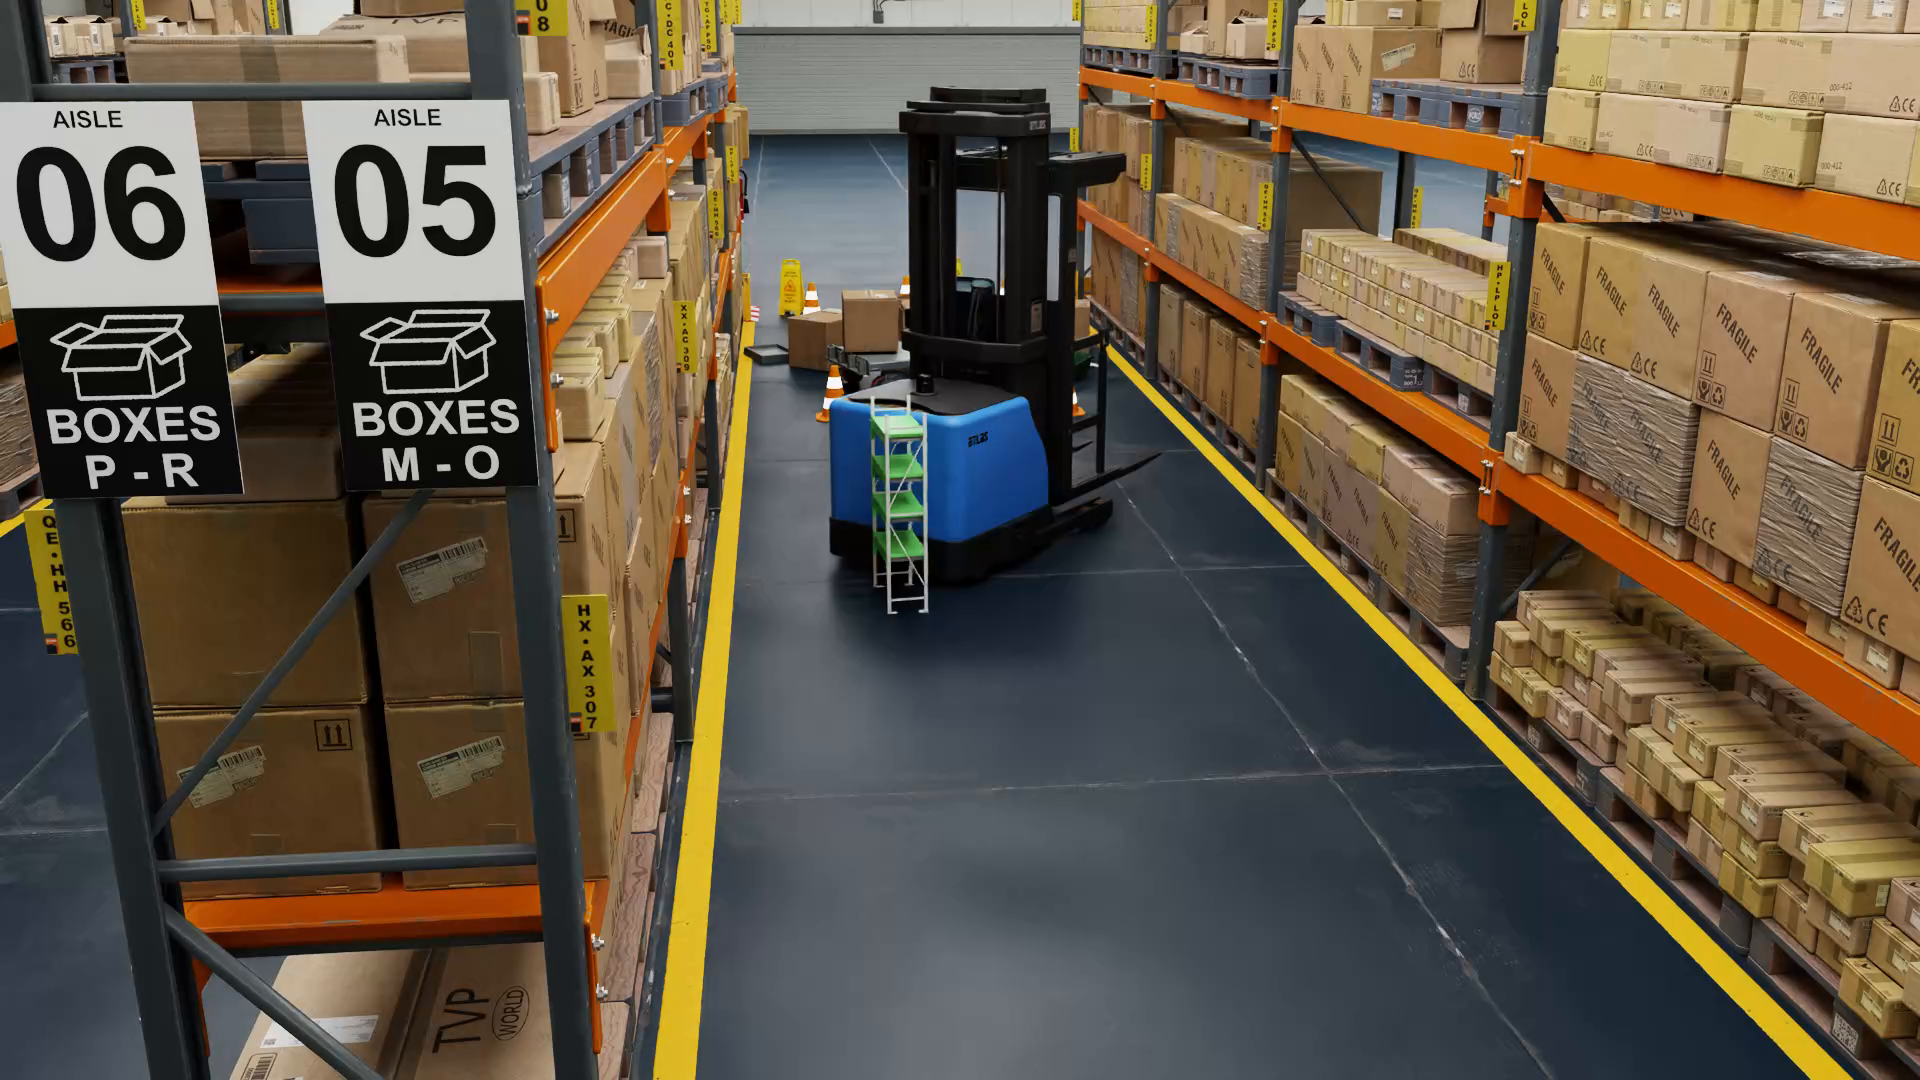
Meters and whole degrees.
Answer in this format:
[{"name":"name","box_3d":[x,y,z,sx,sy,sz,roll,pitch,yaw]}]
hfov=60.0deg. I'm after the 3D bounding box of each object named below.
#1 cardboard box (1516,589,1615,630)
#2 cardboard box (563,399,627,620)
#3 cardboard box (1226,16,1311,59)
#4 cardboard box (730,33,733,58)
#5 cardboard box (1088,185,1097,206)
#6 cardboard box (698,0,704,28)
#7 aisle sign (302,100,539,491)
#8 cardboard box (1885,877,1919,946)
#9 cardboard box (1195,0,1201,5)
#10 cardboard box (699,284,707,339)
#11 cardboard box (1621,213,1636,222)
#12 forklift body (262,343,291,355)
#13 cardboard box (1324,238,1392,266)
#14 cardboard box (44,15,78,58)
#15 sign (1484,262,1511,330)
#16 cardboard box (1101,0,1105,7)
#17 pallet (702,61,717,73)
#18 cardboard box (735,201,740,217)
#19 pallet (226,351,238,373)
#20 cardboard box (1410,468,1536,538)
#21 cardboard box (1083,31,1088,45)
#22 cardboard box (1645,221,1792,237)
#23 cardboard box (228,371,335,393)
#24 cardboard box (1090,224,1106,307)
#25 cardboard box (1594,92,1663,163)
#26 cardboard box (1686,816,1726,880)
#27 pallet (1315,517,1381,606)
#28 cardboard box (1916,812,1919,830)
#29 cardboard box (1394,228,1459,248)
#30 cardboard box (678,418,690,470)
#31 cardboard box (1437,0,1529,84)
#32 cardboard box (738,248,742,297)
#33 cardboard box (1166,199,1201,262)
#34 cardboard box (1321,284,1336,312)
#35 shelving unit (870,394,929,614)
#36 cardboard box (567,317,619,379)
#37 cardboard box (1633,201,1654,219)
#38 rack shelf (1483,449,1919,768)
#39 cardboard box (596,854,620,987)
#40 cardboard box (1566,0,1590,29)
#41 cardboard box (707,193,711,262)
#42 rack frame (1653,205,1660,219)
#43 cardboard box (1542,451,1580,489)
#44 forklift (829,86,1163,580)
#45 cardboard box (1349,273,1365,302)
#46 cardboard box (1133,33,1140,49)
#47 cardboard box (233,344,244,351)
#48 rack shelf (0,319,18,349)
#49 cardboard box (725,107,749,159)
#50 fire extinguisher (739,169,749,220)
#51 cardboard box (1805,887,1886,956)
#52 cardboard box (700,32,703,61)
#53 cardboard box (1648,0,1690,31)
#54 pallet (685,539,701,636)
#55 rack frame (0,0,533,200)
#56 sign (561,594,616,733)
[{"name":"cardboard box","box_3d":[2.950,0.354,8.107,0.380,0.149,0.250,-1,17,-3]},{"name":"cardboard box","box_3d":[-1.207,-0.087,4.609,0.500,0.500,0.500,-2,18,-7]},{"name":"cardboard box","box_3d":[2.302,-3.762,12.424,0.500,0.311,0.500,-2,18,-6]},{"name":"cardboard box","box_3d":[-2.601,-5.076,17.085,0.500,0.250,0.500,-1,17,-4]},{"name":"cardboard box","box_3d":[1.966,-4.169,19.197,0.875,0.550,0.550,-2,18,-6]},{"name":"cardboard box","box_3d":[-2.016,-3.213,10.522,0.797,0.503,0.637,-3,18,-9]},{"name":"aisle sign","box_3d":[-1.084,-0.484,3.371,0.394,0.787,0.004,-2,18,-6]},{"name":"cardboard box","box_3d":[3.258,1.210,5.380,0.380,0.149,0.250,-1,17,-5]},{"name":"cardboard box","box_3d":[2.516,-5.300,16.265,0.380,0.149,0.250,-2,18,-7]},{"name":"cardboard box","box_3d":[-1.773,-1.366,9.935,0.500,0.250,0.500,-2,18,-7]},{"name":"cardboard box","box_3d":[6.942,-3.224,16.858,0.380,0.149,0.250,-2,18,-6]},{"name":"forklift body","box_3d":[-5.957,-2.955,17.000,2.313,2.155,1.214,-2,18,-6]},{"name":"cardboard box","box_3d":[2.614,-1.890,10.916,0.380,0.149,0.250,-2,18,-6]},{"name":"cardboard box","box_3d":[-7.158,-3.877,12.791,0.500,0.311,0.500,-2,18,-8]},{"name":"sign","box_3d":[2.569,-1.165,7.948,0.100,0.325,0.005,-2,18,-6]},{"name":"cardboard box","box_3d":[1.705,-5.734,17.646,0.380,0.149,0.250,-2,18,-7]},{"name":"pallet","box_3d":[-2.550,-3.677,13.187,1.213,0.211,1.003,-2,18,-6]},{"name":"cardboard box","box_3d":[-2.581,-3.574,17.972,0.380,0.149,0.250,-1,17,-5]},{"name":"pallet","box_3d":[-7.595,-1.585,15.873,1.003,0.211,1.213,-2,18,-6]},{"name":"cardboard box","box_3d":[2.792,-0.211,9.061,0.500,0.250,0.500,-2,18,-7]},{"name":"cardboard box","box_3d":[1.599,-5.654,18.721,0.380,0.149,0.250,-2,18,-5]},{"name":"cardboard box","box_3d":[3.438,-1.166,7.551,0.500,0.500,0.500,-2,18,-8]},{"name":"cardboard box","box_3d":[-1.777,-0.341,4.335,0.380,0.149,0.250,-2,18,-6]},{"name":"cardboard box","box_3d":[2.018,-3.193,19.186,0.875,0.875,0.875,-2,18,-5]},{"name":"cardboard box","box_3d":[2.967,-1.696,6.813,0.500,0.250,0.500,-2,18,-6]},{"name":"cardboard box","box_3d":[3.067,1.186,6.450,0.380,0.149,0.250,-1,17,-5]},{"name":"pallet","box_3d":[2.910,0.103,10.496,1.003,0.211,1.213,-2,18,-6]},{"name":"cardboard box","box_3d":[3.662,1.041,5.918,0.380,0.149,0.250,-3,18,-8]},{"name":"cardboard box","box_3d":[3.215,-2.055,11.441,0.380,0.149,0.250,-2,18,-8]},{"name":"cardboard box","box_3d":[-1.576,-0.516,8.063,0.500,0.250,0.500,-2,18,-7]},{"name":"cardboard box","box_3d":[3.092,-2.776,9.131,0.797,0.503,0.637,-2,18,-6]},{"name":"cardboard box","box_3d":[-2.631,-2.884,17.992,0.500,0.500,0.500,-1,17,-4]},{"name":"cardboard box","box_3d":[2.135,-2.747,14.752,0.500,0.500,0.500,-2,18,-5]},{"name":"cardboard box","box_3d":[2.609,-1.604,10.995,0.380,0.149,0.250,-1,17,-3]},{"name":"shelving unit","box_3d":[-0.362,-0.217,9.867,0.258,1.200,0.503,-4,18,-12]},{"name":"cardboard box","box_3d":[-1.261,-0.592,5.135,0.380,0.149,0.250,-2,18,-5]},{"name":"cardboard box","box_3d":[7.254,-3.463,16.537,0.875,0.500,0.500,-2,18,-6]},{"name":"rack shelf","box_3d":[3.327,0.308,6.389,1.077,0.370,4.000,-2,18,-6]},{"name":"cardboard box","box_3d":[-1.650,1.300,5.606,0.875,0.438,0.875,-1,17,-4]},{"name":"cardboard box","box_3d":[2.910,-2.325,7.318,0.380,0.149,0.250,-2,18,-7]},{"name":"cardboard box","box_3d":[-2.021,-2.171,11.720,0.500,0.500,0.500,-2,18,-7]},{"name":"rack frame","box_3d":[7.239,-3.138,16.164,1.000,3.000,0.127,-2,18,-6]},{"name":"cardboard box","box_3d":[2.925,-0.342,7.678,0.380,0.149,0.250,-1,17,-4]},{"name":"forklift","box_3d":[0.408,-1.536,11.177,1.130,2.935,3.031,11,21,32]},{"name":"cardboard box","box_3d":[2.670,-1.586,10.441,0.380,0.149,0.250,-2,18,-6]},{"name":"cardboard box","box_3d":[1.885,-4.825,16.080,0.380,0.149,0.250,-2,17,-5]},{"name":"cardboard box","box_3d":[-7.411,-2.023,16.504,0.500,0.250,0.500,-1,17,-5]},{"name":"rack shelf","box_3d":[-7.348,-1.738,12.906,1.077,0.370,4.000,-2,18,-6]},{"name":"cardboard box","box_3d":[-2.561,-4.245,17.357,0.700,0.500,0.500,-2,18,-6]},{"name":"fire extinguisher","box_3d":[-2.584,-4.035,19.150,0.296,0.674,0.183,-2,18,-6]},{"name":"cardboard box","box_3d":[3.139,1.275,5.669,0.380,0.149,0.250,-2,18,-8]},{"name":"cardboard box","box_3d":[-2.315,-3.919,13.194,0.500,0.250,0.500,-2,17,-5]},{"name":"cardboard box","box_3d":[2.968,-2.091,6.573,0.380,0.149,0.250,-2,18,-7]},{"name":"pallet","box_3d":[-2.076,0.290,9.899,1.003,0.211,1.213,-2,18,-6]},{"name":"rack frame","box_3d":[-1.380,-2.119,2.902,1.000,3.000,0.127,-2,18,-6]},{"name":"sign","box_3d":[-0.827,0.277,3.708,0.100,0.325,0.005,-2,18,-6]}]
